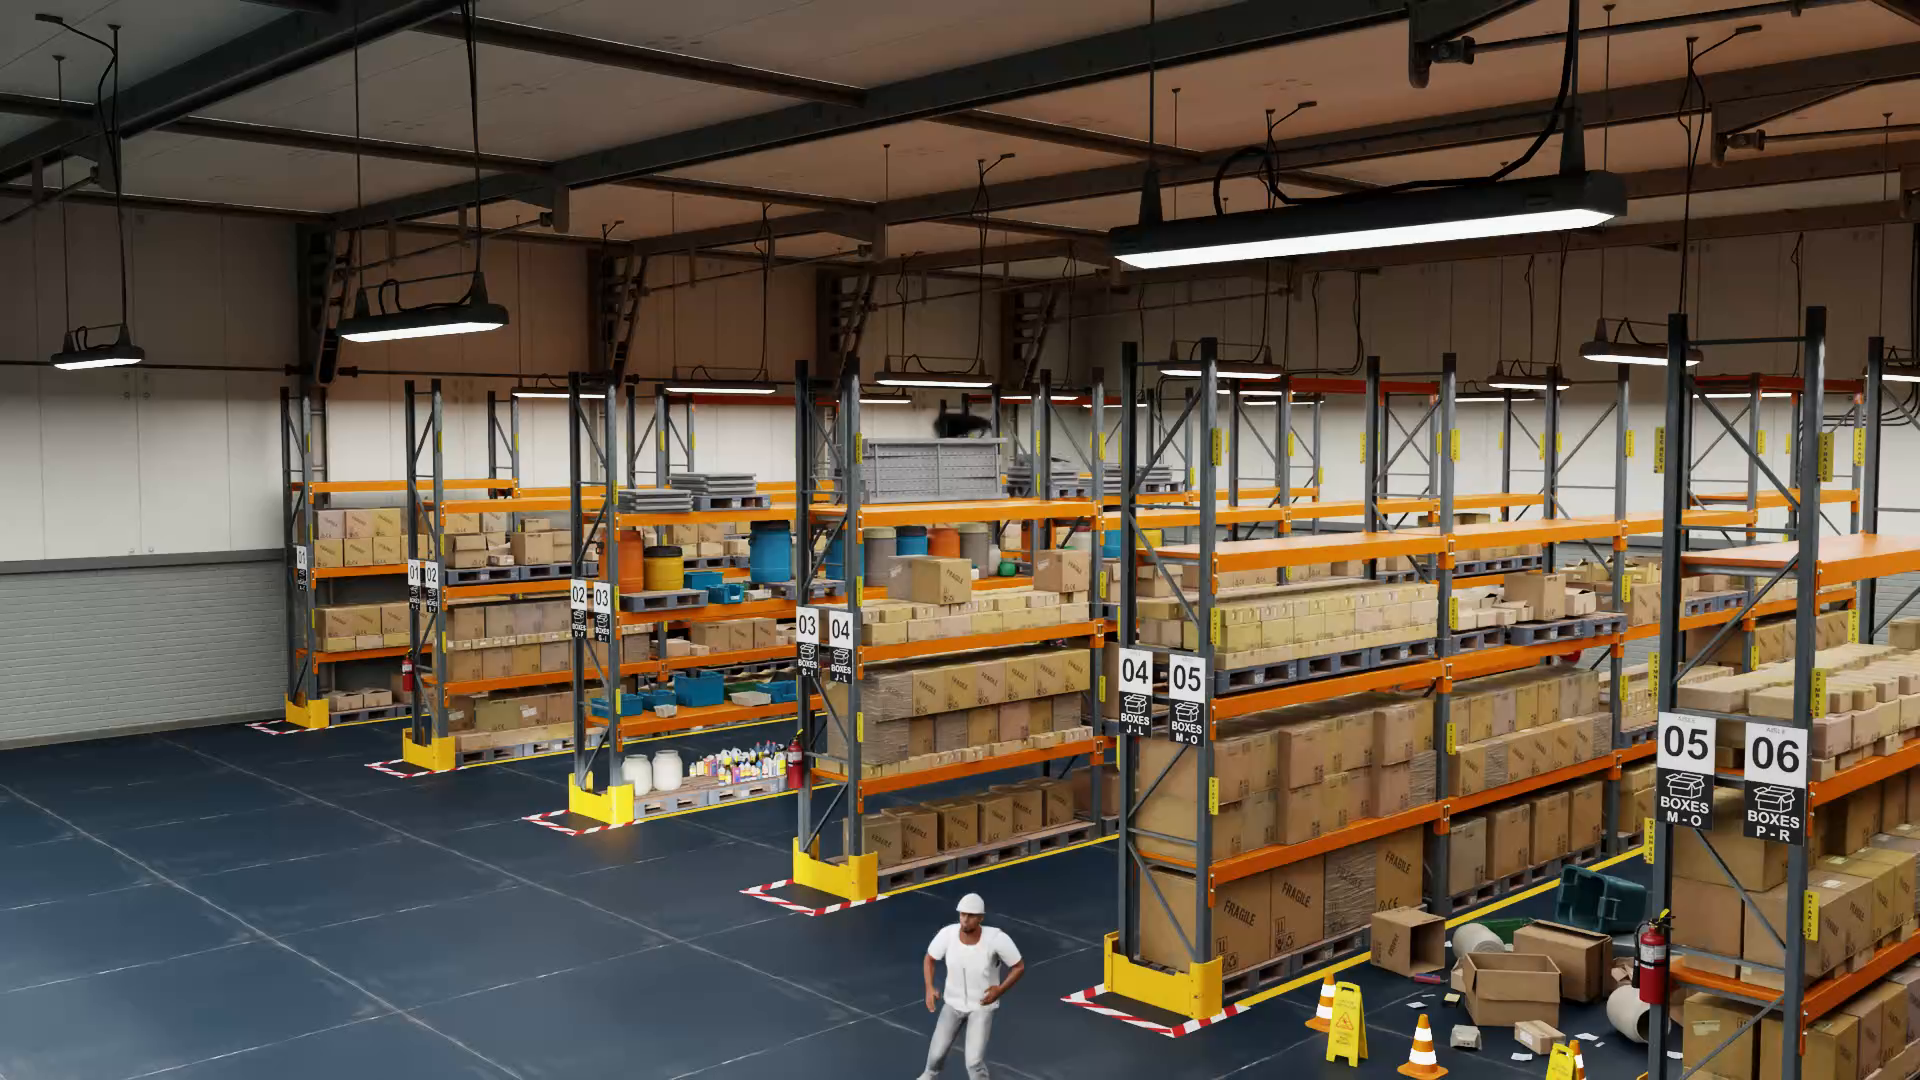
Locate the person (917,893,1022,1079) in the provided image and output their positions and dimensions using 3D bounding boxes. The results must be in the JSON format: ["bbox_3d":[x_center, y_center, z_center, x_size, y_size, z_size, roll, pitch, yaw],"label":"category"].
[{"bbox_3d":[0.031,3.518,12.557,0.879,1.762,0.709,1,4,15],"label":"person"}]

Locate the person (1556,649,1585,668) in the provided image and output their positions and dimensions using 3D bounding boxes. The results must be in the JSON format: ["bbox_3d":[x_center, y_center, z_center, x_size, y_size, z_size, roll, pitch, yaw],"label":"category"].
[{"bbox_3d":[11.302,2.386,30.885,0.668,1.788,0.939,0,4,5],"label":"person"}]

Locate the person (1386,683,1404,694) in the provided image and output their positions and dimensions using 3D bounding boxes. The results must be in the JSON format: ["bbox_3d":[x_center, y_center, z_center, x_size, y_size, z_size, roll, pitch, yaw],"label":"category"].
[{"bbox_3d":[6.433,2.815,24.263,0.879,1.680,0.624,-3,5,-41],"label":"person"}]
